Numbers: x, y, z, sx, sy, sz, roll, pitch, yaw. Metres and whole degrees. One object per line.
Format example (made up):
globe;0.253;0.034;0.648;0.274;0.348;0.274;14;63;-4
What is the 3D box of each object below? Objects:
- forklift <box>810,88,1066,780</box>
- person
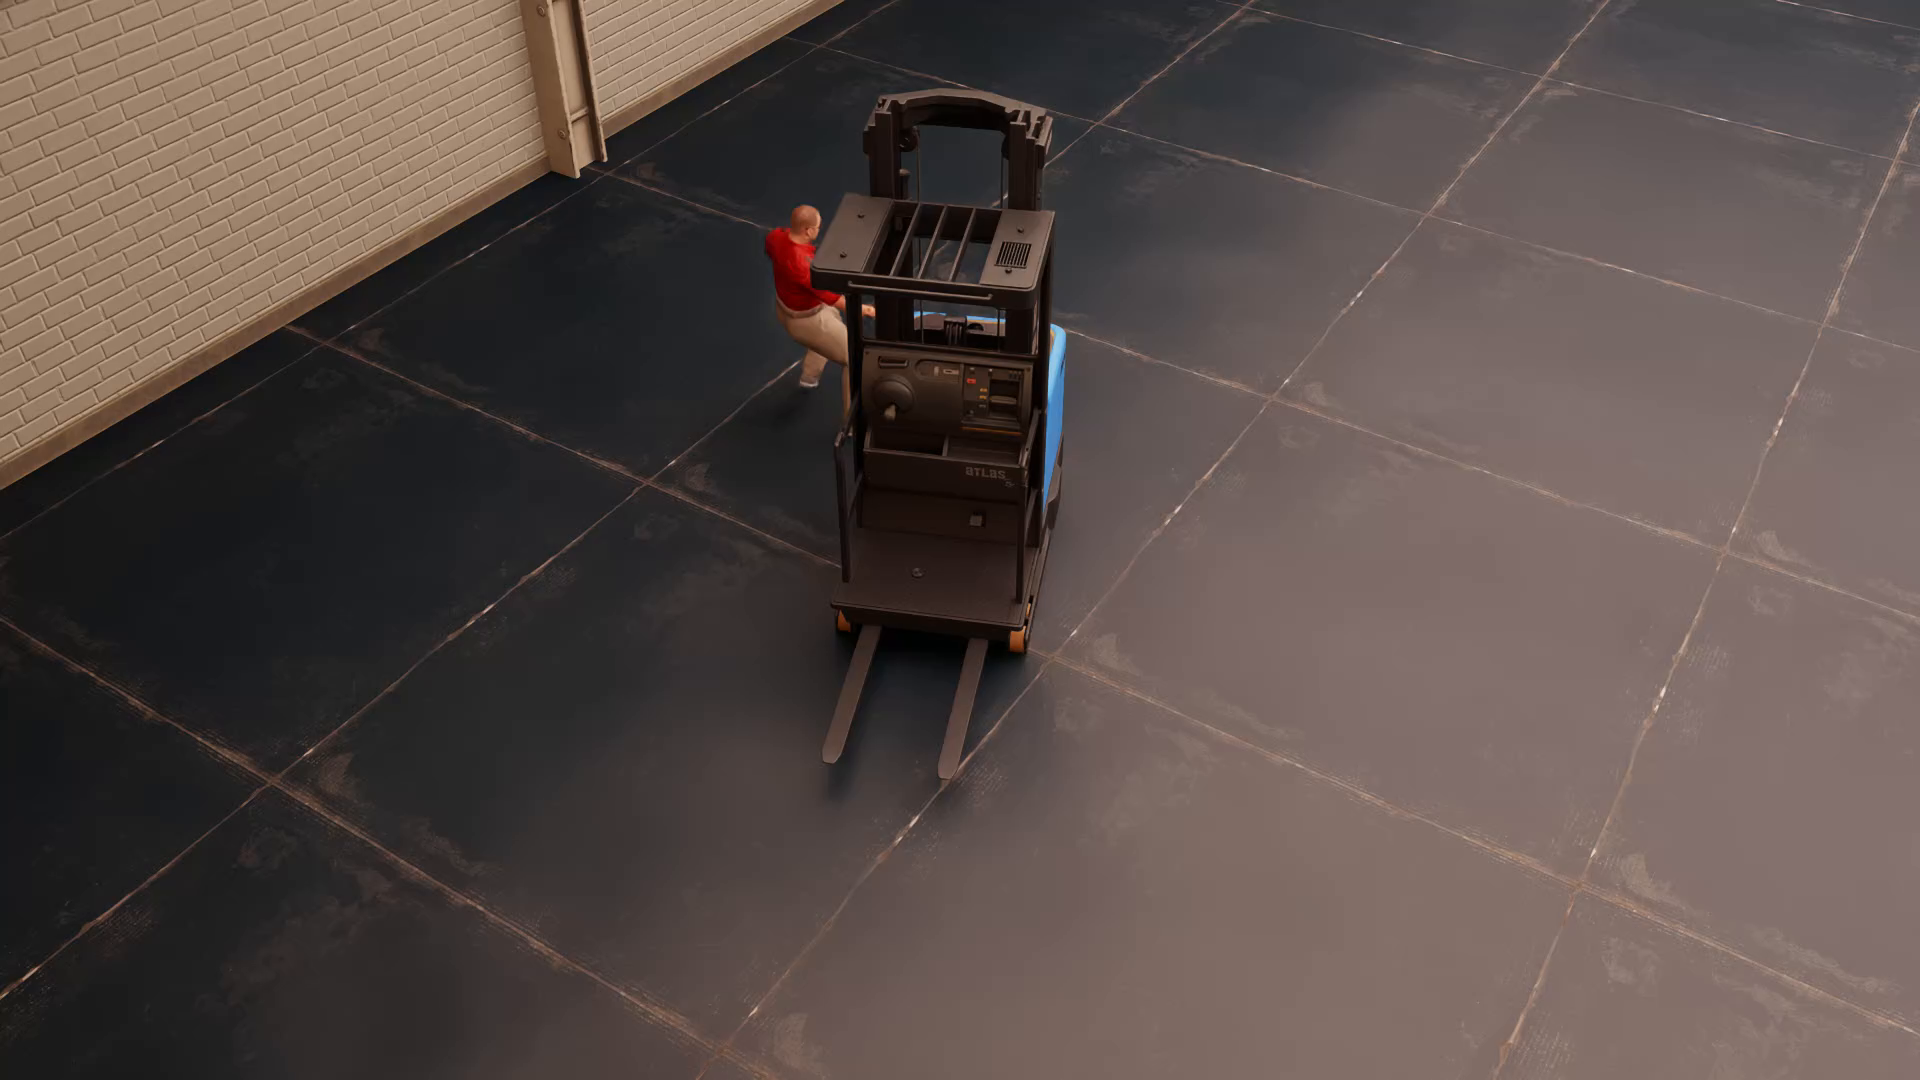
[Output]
forklift;-0.108;-0.731;8.830;1.130;2.935;3.031;7;41;8
person;-0.848;-1.501;10.805;0.649;1.615;0.784;-21;44;-23
